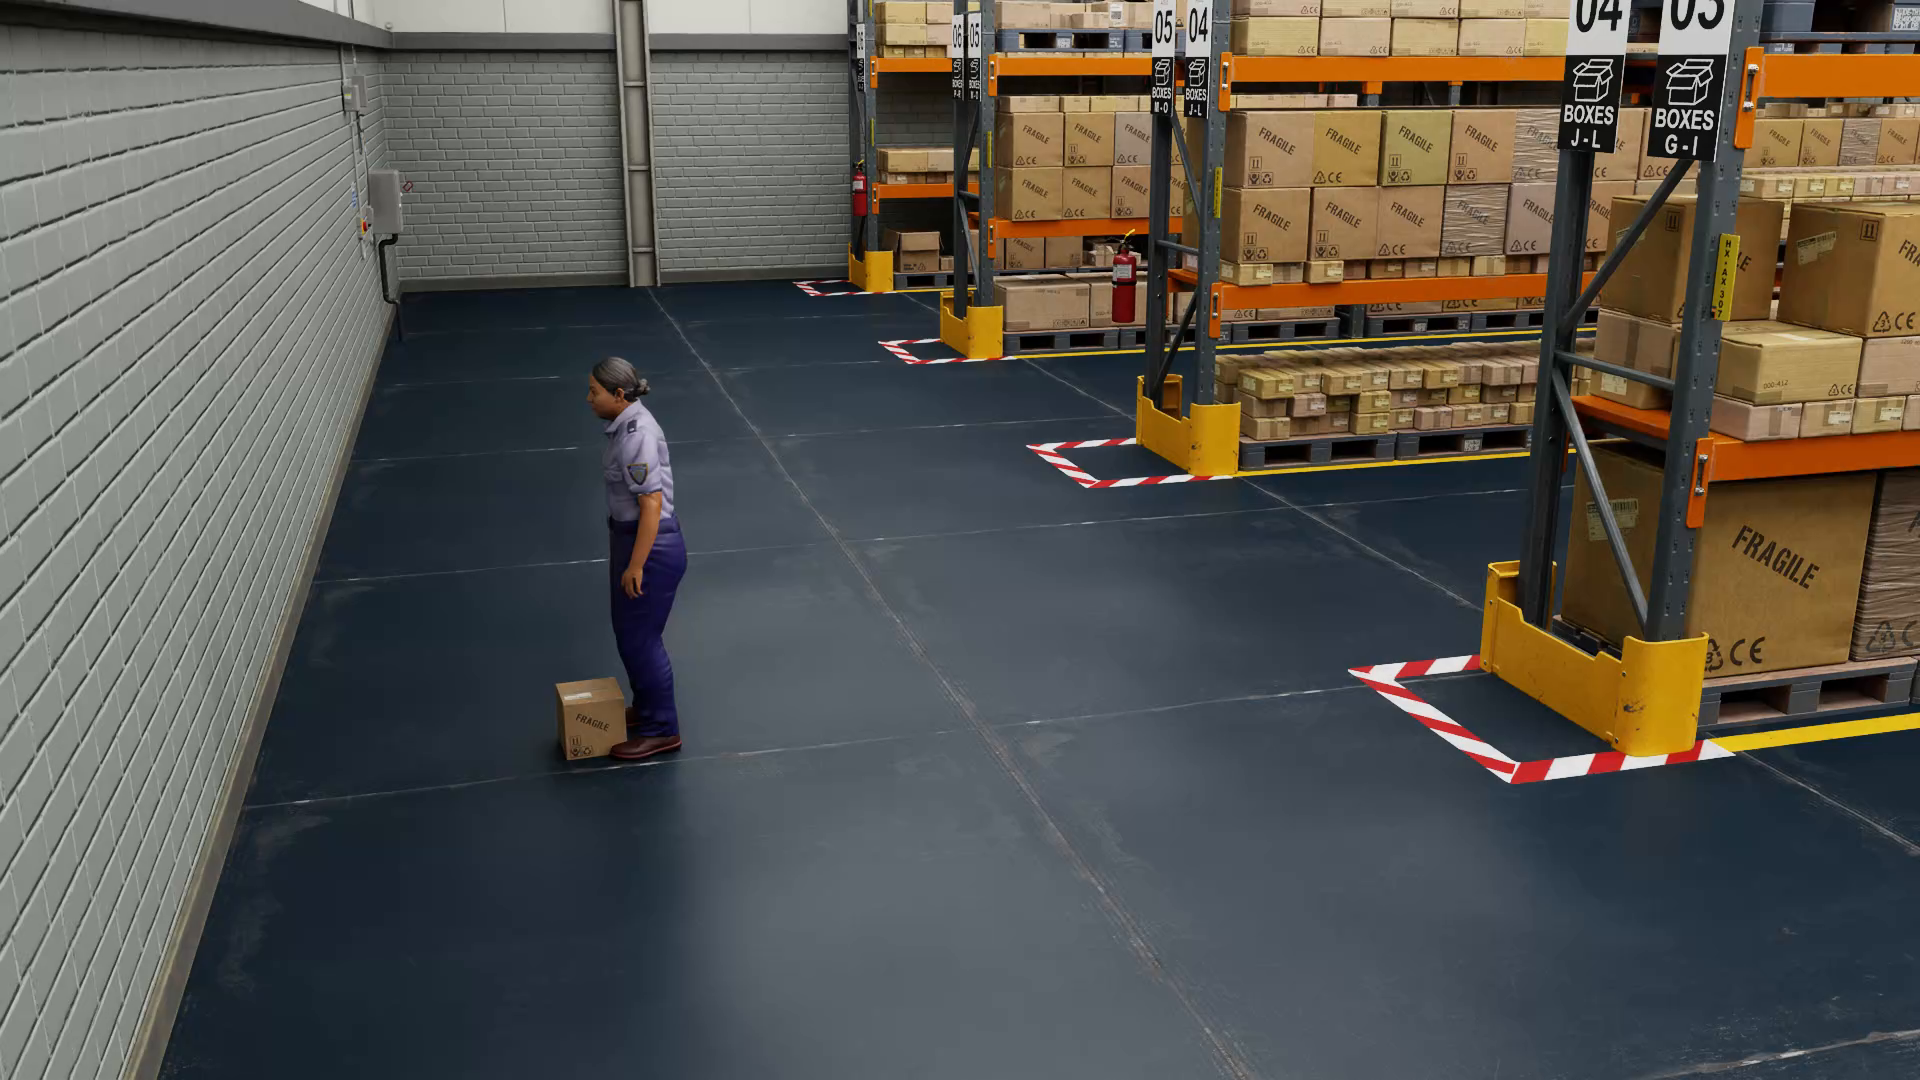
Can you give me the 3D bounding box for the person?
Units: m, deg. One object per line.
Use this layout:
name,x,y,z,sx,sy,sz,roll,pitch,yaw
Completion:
person,-1.322,0.055,6.854,0.371,1.652,0.538,-4,17,-15
